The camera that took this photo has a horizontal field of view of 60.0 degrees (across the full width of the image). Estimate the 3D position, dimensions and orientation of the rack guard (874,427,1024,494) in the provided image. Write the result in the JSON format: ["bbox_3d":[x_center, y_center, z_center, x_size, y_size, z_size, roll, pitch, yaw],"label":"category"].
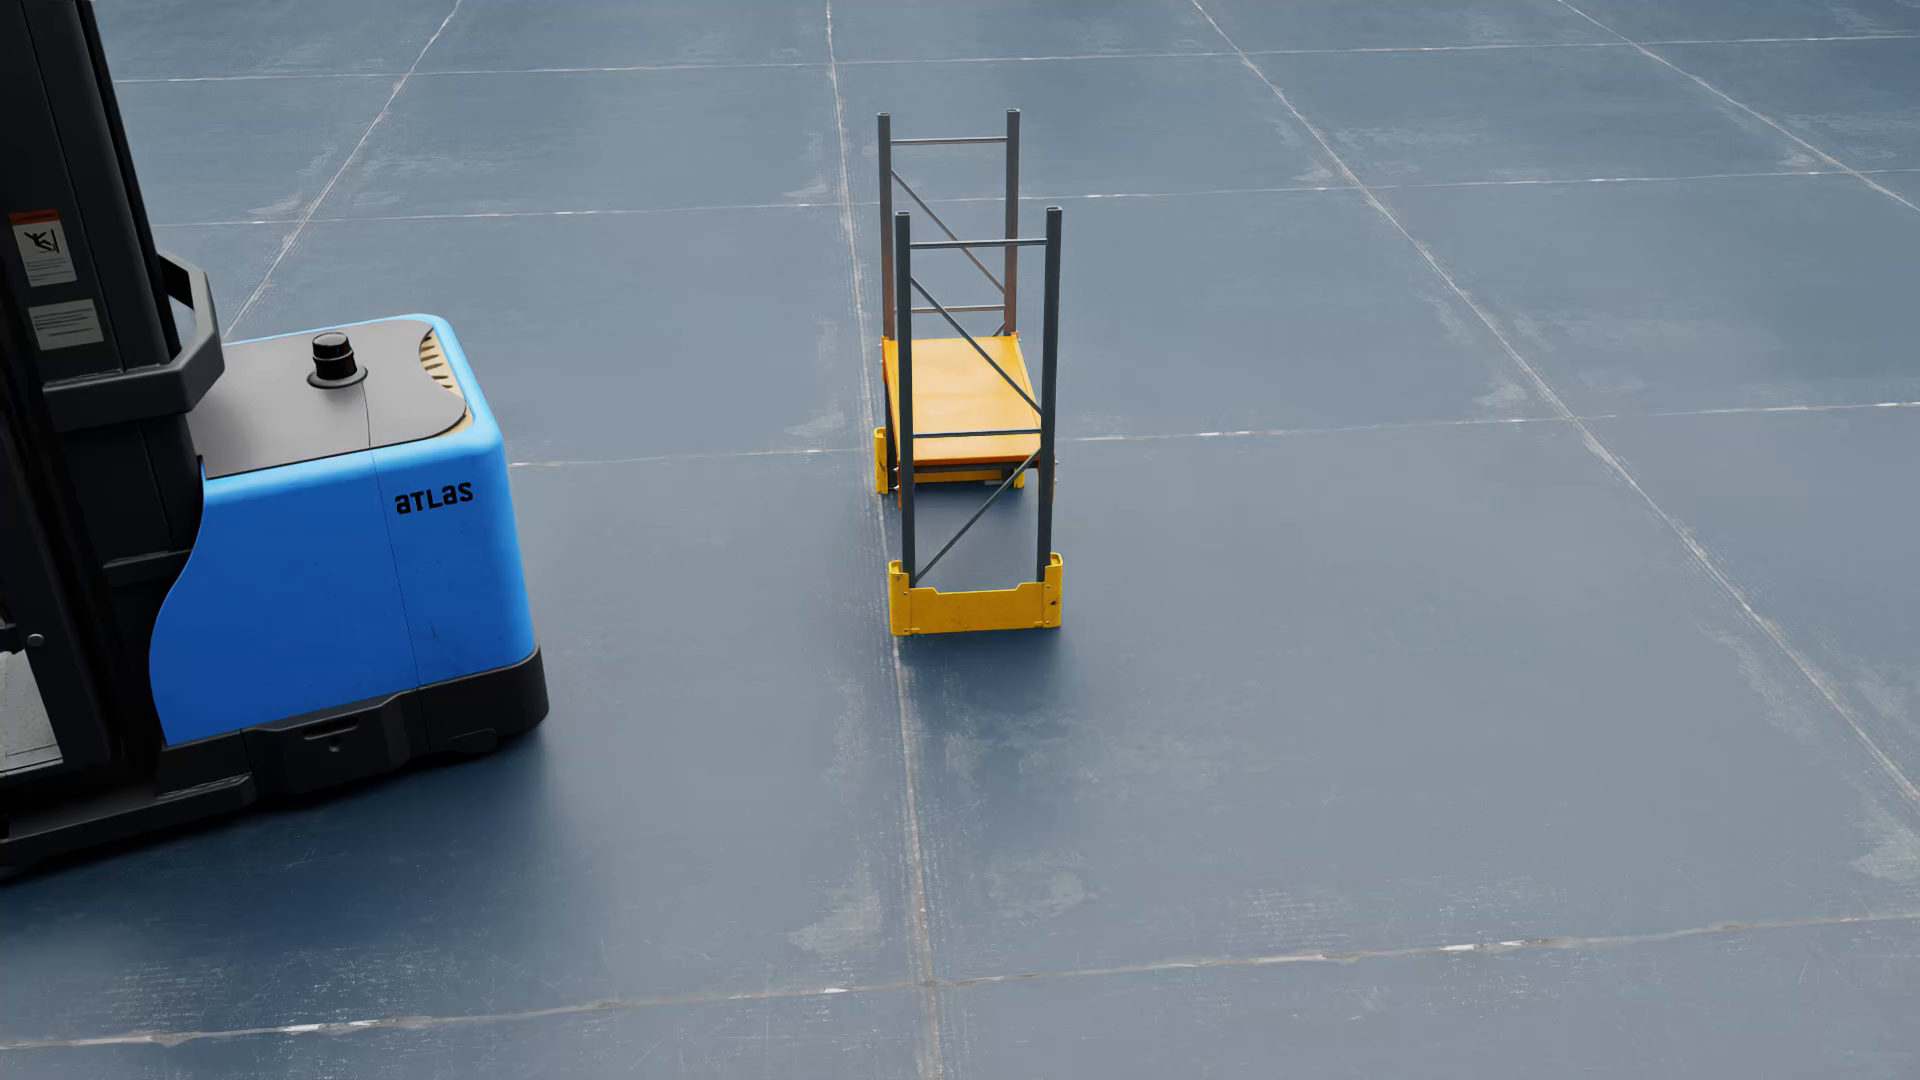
[{"bbox_3d":[-0.039,-0.323,6.546,0.587,0.250,0.087,-3,31,-5],"label":"rack guard"}]

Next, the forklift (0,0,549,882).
[{"bbox_3d":[-2.850,-0.554,4.320,3.031,2.935,1.130,-13,33,-21],"label":"forklift"}]

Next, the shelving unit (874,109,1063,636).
[{"bbox_3d":[0.007,-0.605,5.800,0.587,1.500,1.083,-3,31,-5],"label":"shelving unit"}]

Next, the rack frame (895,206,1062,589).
[{"bbox_3d":[0.055,-0.341,5.358,0.500,1.500,0.032,-3,31,-5],"label":"rack frame"}]

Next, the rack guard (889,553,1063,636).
[{"bbox_3d":[0.054,0.186,5.695,0.587,0.250,0.087,-3,31,-5],"label":"rack guard"}]

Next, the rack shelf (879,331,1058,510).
[{"bbox_3d":[0.008,-0.446,5.885,0.538,0.185,1.000,-3,31,-5],"label":"rack shelf"}]

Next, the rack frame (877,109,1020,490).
[{"bbox_3d":[-0.040,-0.860,6.227,0.500,1.500,0.032,-3,31,-5],"label":"rack frame"}]
